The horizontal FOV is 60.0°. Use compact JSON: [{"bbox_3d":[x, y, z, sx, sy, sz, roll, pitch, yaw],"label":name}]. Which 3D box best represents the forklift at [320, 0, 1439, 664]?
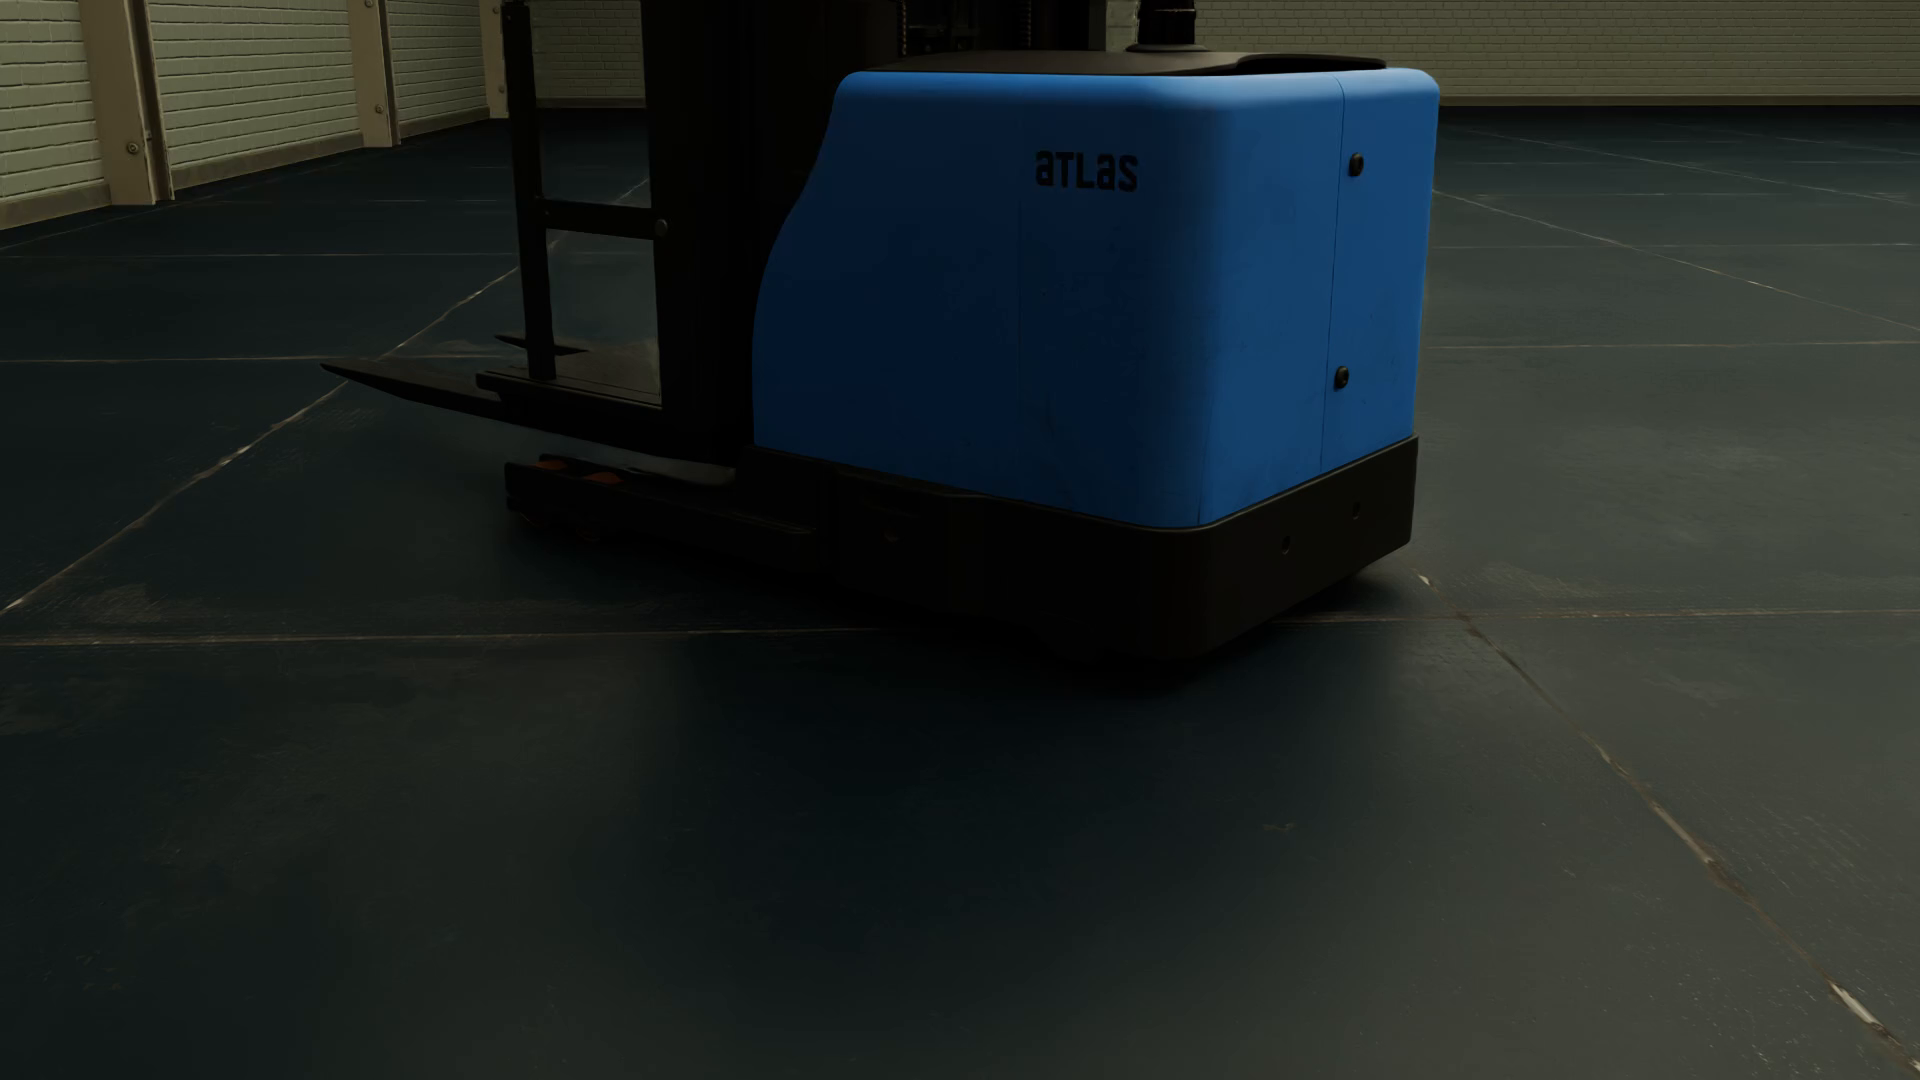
[{"bbox_3d":[-0.471,-1.502,3.819,3.031,2.935,1.130,13,21,37],"label":"forklift"}]
